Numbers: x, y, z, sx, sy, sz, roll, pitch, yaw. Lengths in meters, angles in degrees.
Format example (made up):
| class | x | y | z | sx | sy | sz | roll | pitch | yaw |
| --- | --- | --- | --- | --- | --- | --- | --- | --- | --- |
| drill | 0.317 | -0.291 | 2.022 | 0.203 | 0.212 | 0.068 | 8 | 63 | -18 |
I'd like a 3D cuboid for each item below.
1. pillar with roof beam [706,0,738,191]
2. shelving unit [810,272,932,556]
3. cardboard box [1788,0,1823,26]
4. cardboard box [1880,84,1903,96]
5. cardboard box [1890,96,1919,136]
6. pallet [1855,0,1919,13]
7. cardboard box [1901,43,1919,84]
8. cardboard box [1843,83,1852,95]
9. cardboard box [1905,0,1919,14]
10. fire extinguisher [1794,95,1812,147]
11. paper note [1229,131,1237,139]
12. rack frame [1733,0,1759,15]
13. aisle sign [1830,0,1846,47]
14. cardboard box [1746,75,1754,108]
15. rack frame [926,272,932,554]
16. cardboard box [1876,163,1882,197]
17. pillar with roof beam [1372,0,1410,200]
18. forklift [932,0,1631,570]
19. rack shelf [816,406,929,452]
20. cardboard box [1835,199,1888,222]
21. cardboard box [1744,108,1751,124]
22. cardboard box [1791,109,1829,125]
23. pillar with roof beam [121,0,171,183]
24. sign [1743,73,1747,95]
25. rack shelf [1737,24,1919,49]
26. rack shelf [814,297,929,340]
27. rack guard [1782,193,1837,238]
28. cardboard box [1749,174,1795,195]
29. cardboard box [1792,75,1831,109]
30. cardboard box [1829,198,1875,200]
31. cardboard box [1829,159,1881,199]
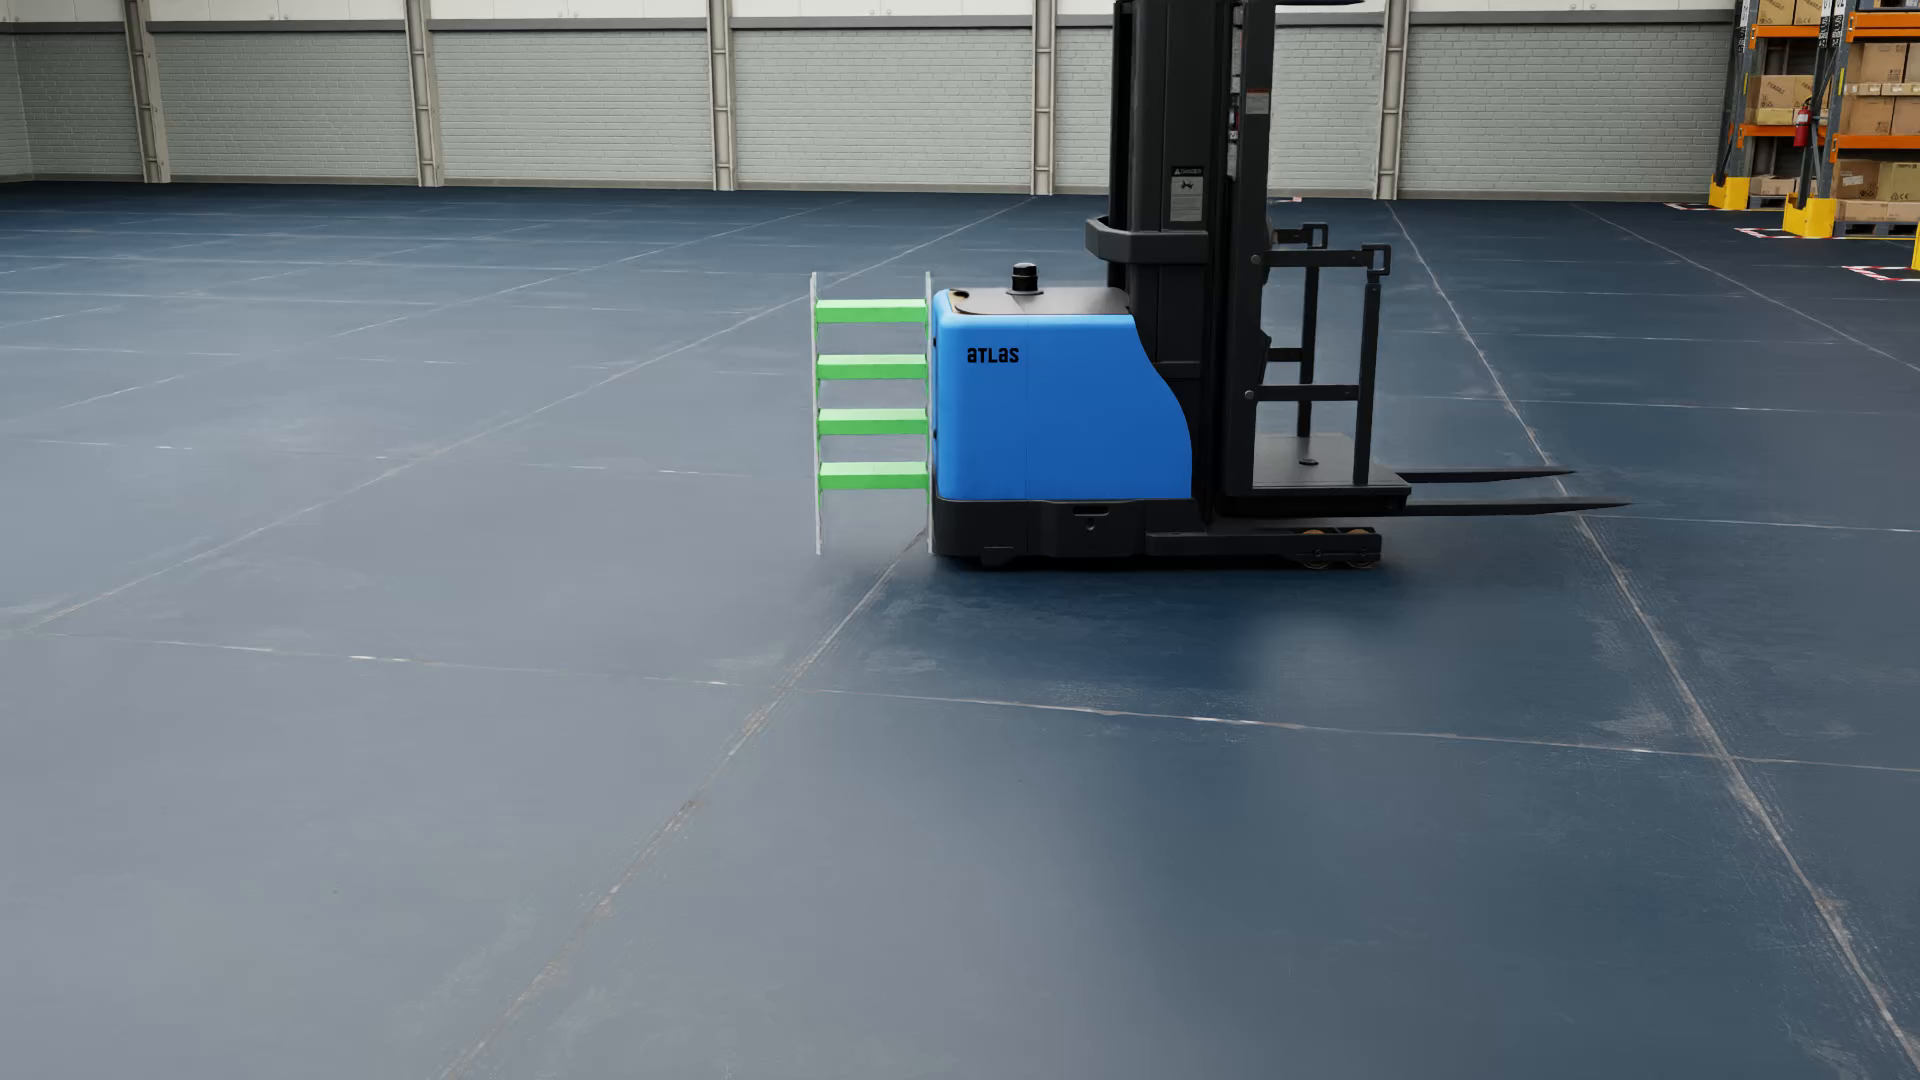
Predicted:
| class | x | y | z | sx | sy | sz | roll | pitch | yaw |
| --- | --- | --- | --- | --- | --- | --- | --- | --- | --- |
| pillar with roof beam | -5.246 | -9.772 | 25.914 | 0.400 | 9.000 | 9.100 | 3 | 16 | 11 |
| shelving unit | -0.378 | -0.545 | 7.213 | 0.503 | 1.200 | 0.258 | -1 | 15 | -2 |
| cardboard box | 13.190 | -8.243 | 25.788 | 0.500 | 0.500 | 0.500 | 4 | 16 | 15 |
| cardboard box | 12.010 | -5.835 | 21.536 | 0.250 | 0.149 | 0.380 | 3 | 16 | 10 |
| cardboard box | 12.379 | -5.558 | 21.751 | 0.500 | 0.500 | 0.700 | 4 | 16 | 13 |
| pallet | 12.097 | -6.923 | 21.414 | 1.213 | 0.211 | 1.003 | 3 | 16 | 11 |
| cardboard box | 12.432 | -6.181 | 21.568 | 0.500 | 0.500 | 0.700 | 3 | 16 | 10 |
| cardboard box | 11.821 | -5.955 | 21.969 | 0.250 | 0.149 | 0.380 | 3 | 16 | 10 |
| cardboard box | 14.725 | -8.164 | 25.500 | 0.500 | 0.500 | 0.500 | 2 | 16 | 9 |
| fire extinguisher | 11.386 | -5.655 | 22.434 | 0.183 | 0.674 | 0.296 | 3 | 16 | 11 |
| paper note | 4.797 | -7.114 | 29.203 | 0.142 | 0.148 | 0.016 | 3 | 16 | 11 |
| rack frame | 12.392 | -9.752 | 25.841 | 0.127 | 3.000 | 1.000 | 3 | 16 | 11 |
| aisle sign | 11.284 | -6.741 | 21.339 | 0.004 | 0.787 | 0.394 | 3 | 16 | 11 |
| cardboard box | 12.897 | -7.190 | 26.669 | 0.500 | 0.500 | 0.500 | 3 | 16 | 10 |
| rack frame | -0.134 | -0.548 | 7.223 | 0.015 | 1.200 | 0.240 | -1 | 15 | -2 |
| cardboard box | 14.320 | -5.726 | 26.401 | 0.500 | 0.500 | 0.700 | 2 | 16 | 8 |
| pillar with roof beam | 6.513 | -9.134 | 23.610 | 0.400 | 9.000 | 9.100 | 3 | 16 | 11 |
| forklift | 1.396 | -1.429 | 7.160 | 3.031 | 2.935 | 1.130 | -1 | 15 | -2 |
| rack shelf | -0.378 | -0.484 | 7.230 | 0.480 | 0.148 | 0.258 | -1 | 15 | -2 |
| cardboard box | 11.890 | -4.355 | 21.960 | 0.500 | 0.250 | 0.500 | 3 | 16 | 11 |
| cardboard box | 12.889 | -6.824 | 26.752 | 0.500 | 0.250 | 0.500 | 3 | 16 | 12 |
| cardboard box | 13.319 | -6.665 | 26.179 | 0.500 | 0.250 | 0.500 | 3 | 16 | 9 |
| pillar with roof beam | -17.005 | -10.411 | 28.219 | 0.400 | 9.000 | 9.100 | 3 | 16 | 11 |
| sign | 12.284 | -7.136 | 26.013 | 0.005 | 0.325 | 0.100 | 3 | 16 | 11 |
| rack shelf | 14.352 | -7.853 | 25.953 | 4.000 | 0.370 | 1.077 | 3 | 16 | 11 |
| rack shelf | -0.378 | -0.946 | 7.102 | 0.480 | 0.148 | 0.258 | -1 | 15 | -2 |
| rack guard | 11.385 | -4.361 | 22.301 | 0.348 | 0.500 | 1.175 | 3 | 16 | 11 |
| cardboard box | 13.053 | -5.717 | 26.724 | 0.500 | 0.311 | 0.500 | 1 | 16 | 5 |
| cardboard box | 13.283 | -7.027 | 26.079 | 0.500 | 0.500 | 0.500 | 3 | 16 | 11 |
| cardboard box | 11.993 | -4.491 | 22.450 | 0.500 | 0.250 | 0.500 | 3 | 16 | 11 |
| cardboard box | 11.994 | -4.853 | 22.351 | 0.500 | 0.500 | 0.500 | 3 | 16 | 11 |
